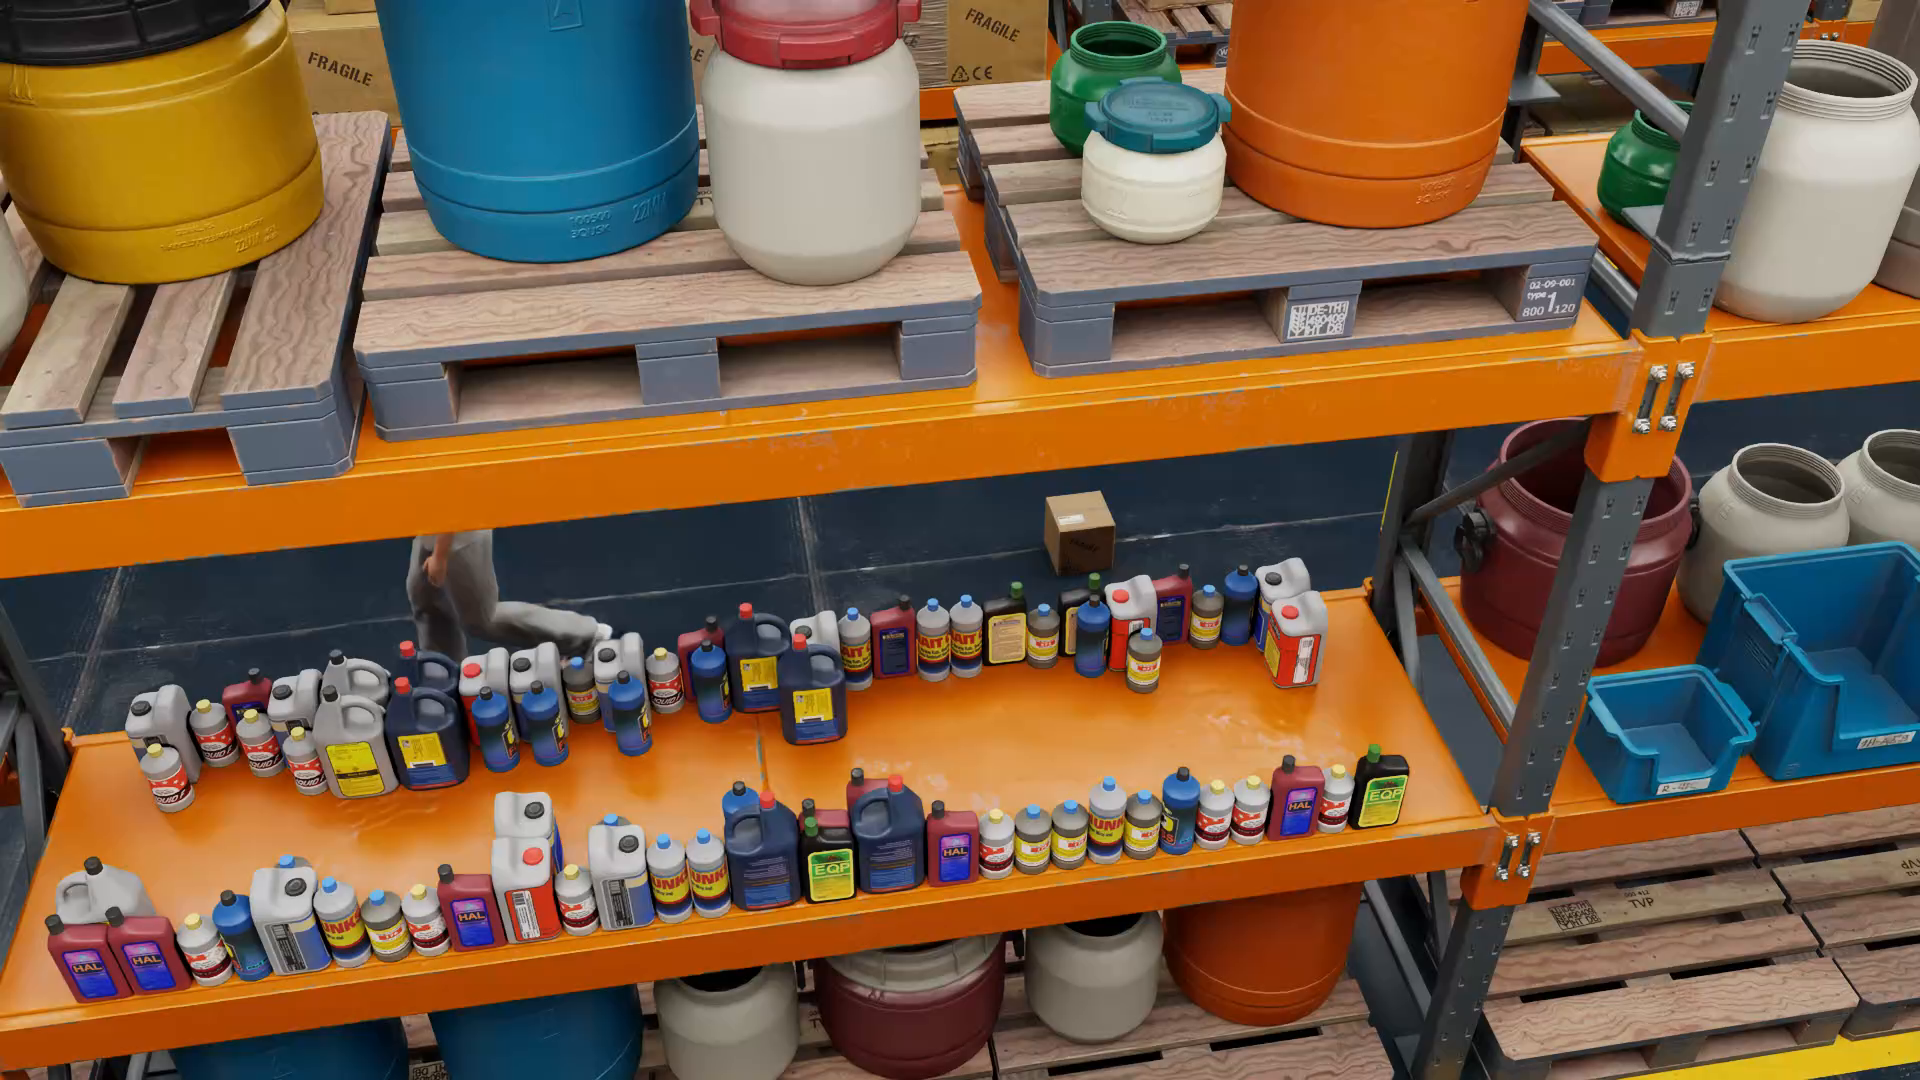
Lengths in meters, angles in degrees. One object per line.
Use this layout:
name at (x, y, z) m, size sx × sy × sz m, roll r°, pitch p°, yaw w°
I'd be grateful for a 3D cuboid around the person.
person at (-1.828, -0.053, 6.215) m, size 0.886 × 1.632 × 0.452 m, roll -9°, pitch 40°, yaw -11°
